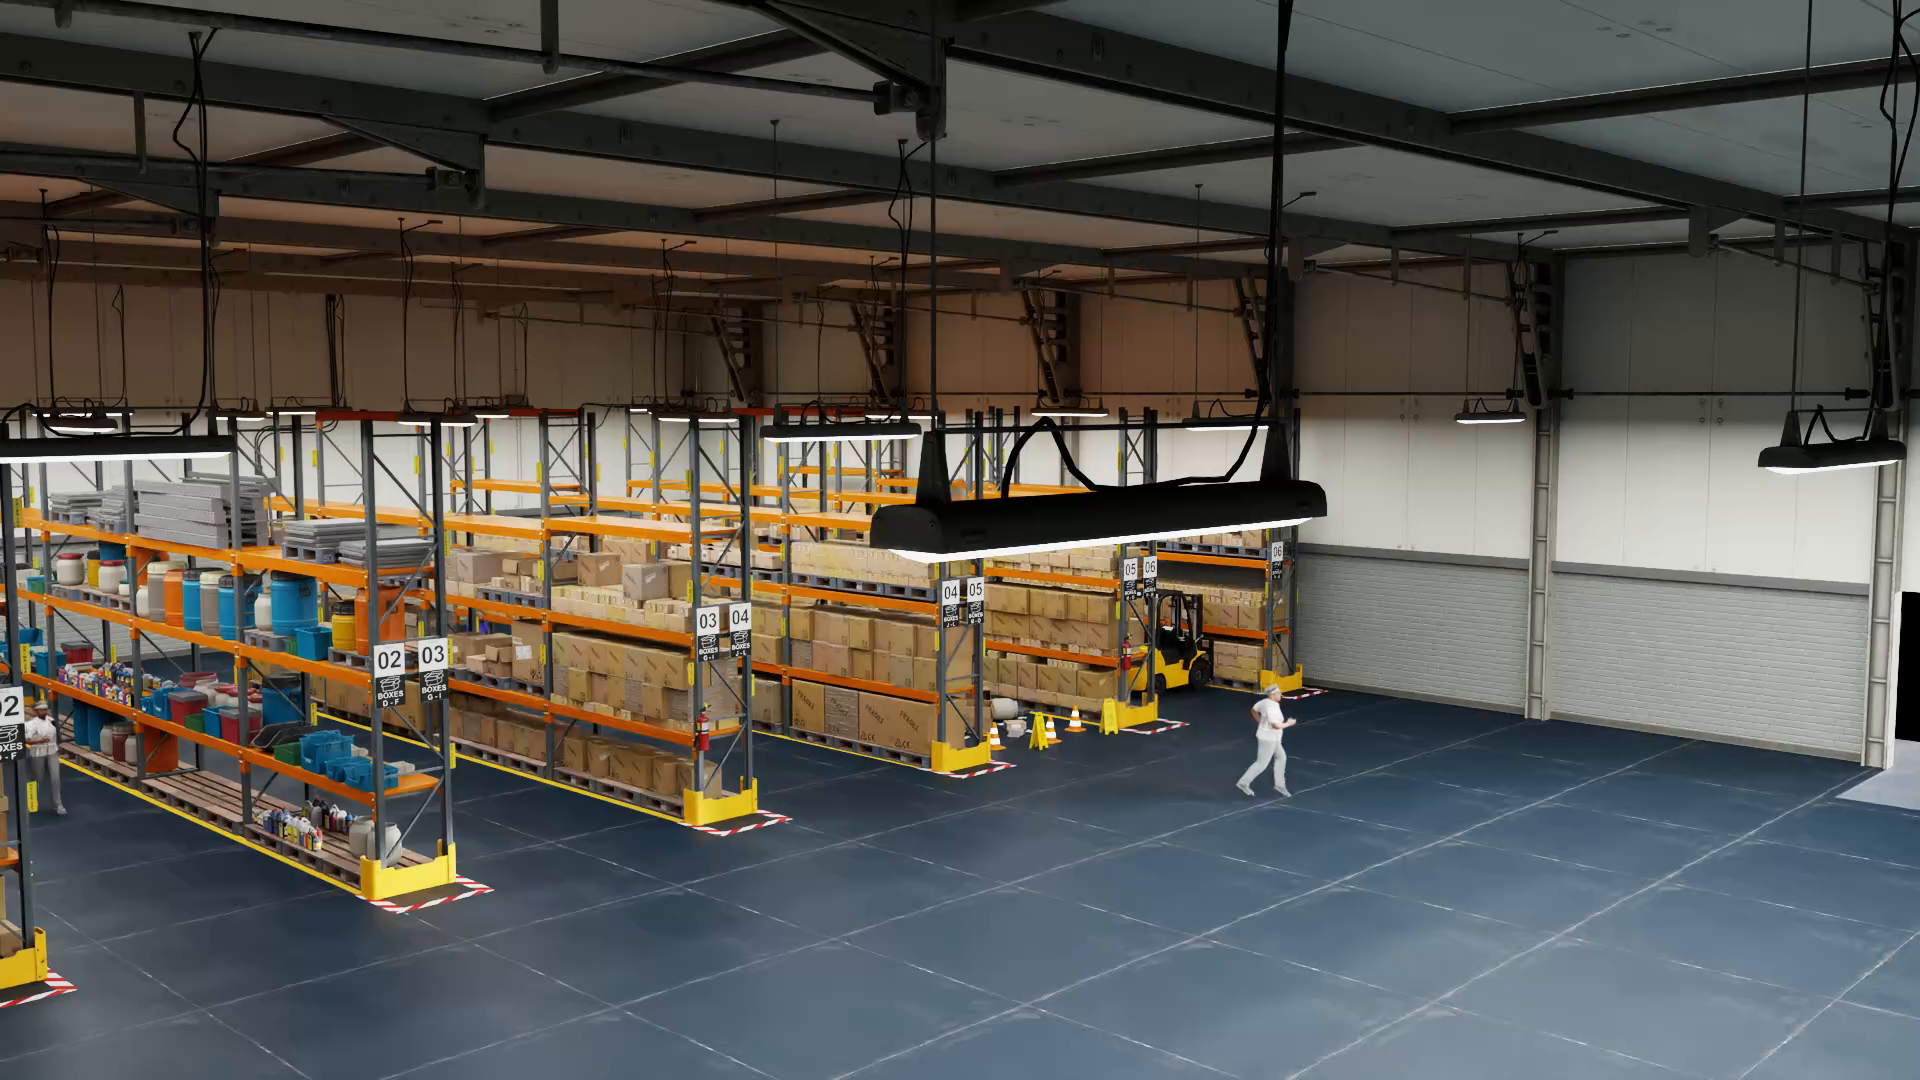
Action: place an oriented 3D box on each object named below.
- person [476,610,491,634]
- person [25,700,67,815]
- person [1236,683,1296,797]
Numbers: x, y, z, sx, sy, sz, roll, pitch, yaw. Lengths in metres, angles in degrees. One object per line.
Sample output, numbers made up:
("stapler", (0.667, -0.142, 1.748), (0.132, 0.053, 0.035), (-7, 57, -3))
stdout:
("person", (-10.334, 2.347, 35.805), (0.589, 1.663, 0.917), (-5, 7, -42))
("person", (-13.770, 3.239, 24.997), (0.909, 1.696, 0.575), (4, 6, 37))
("person", (4.782, 3.149, 26.034), (0.930, 1.835, 0.672), (0, 5, 3))
